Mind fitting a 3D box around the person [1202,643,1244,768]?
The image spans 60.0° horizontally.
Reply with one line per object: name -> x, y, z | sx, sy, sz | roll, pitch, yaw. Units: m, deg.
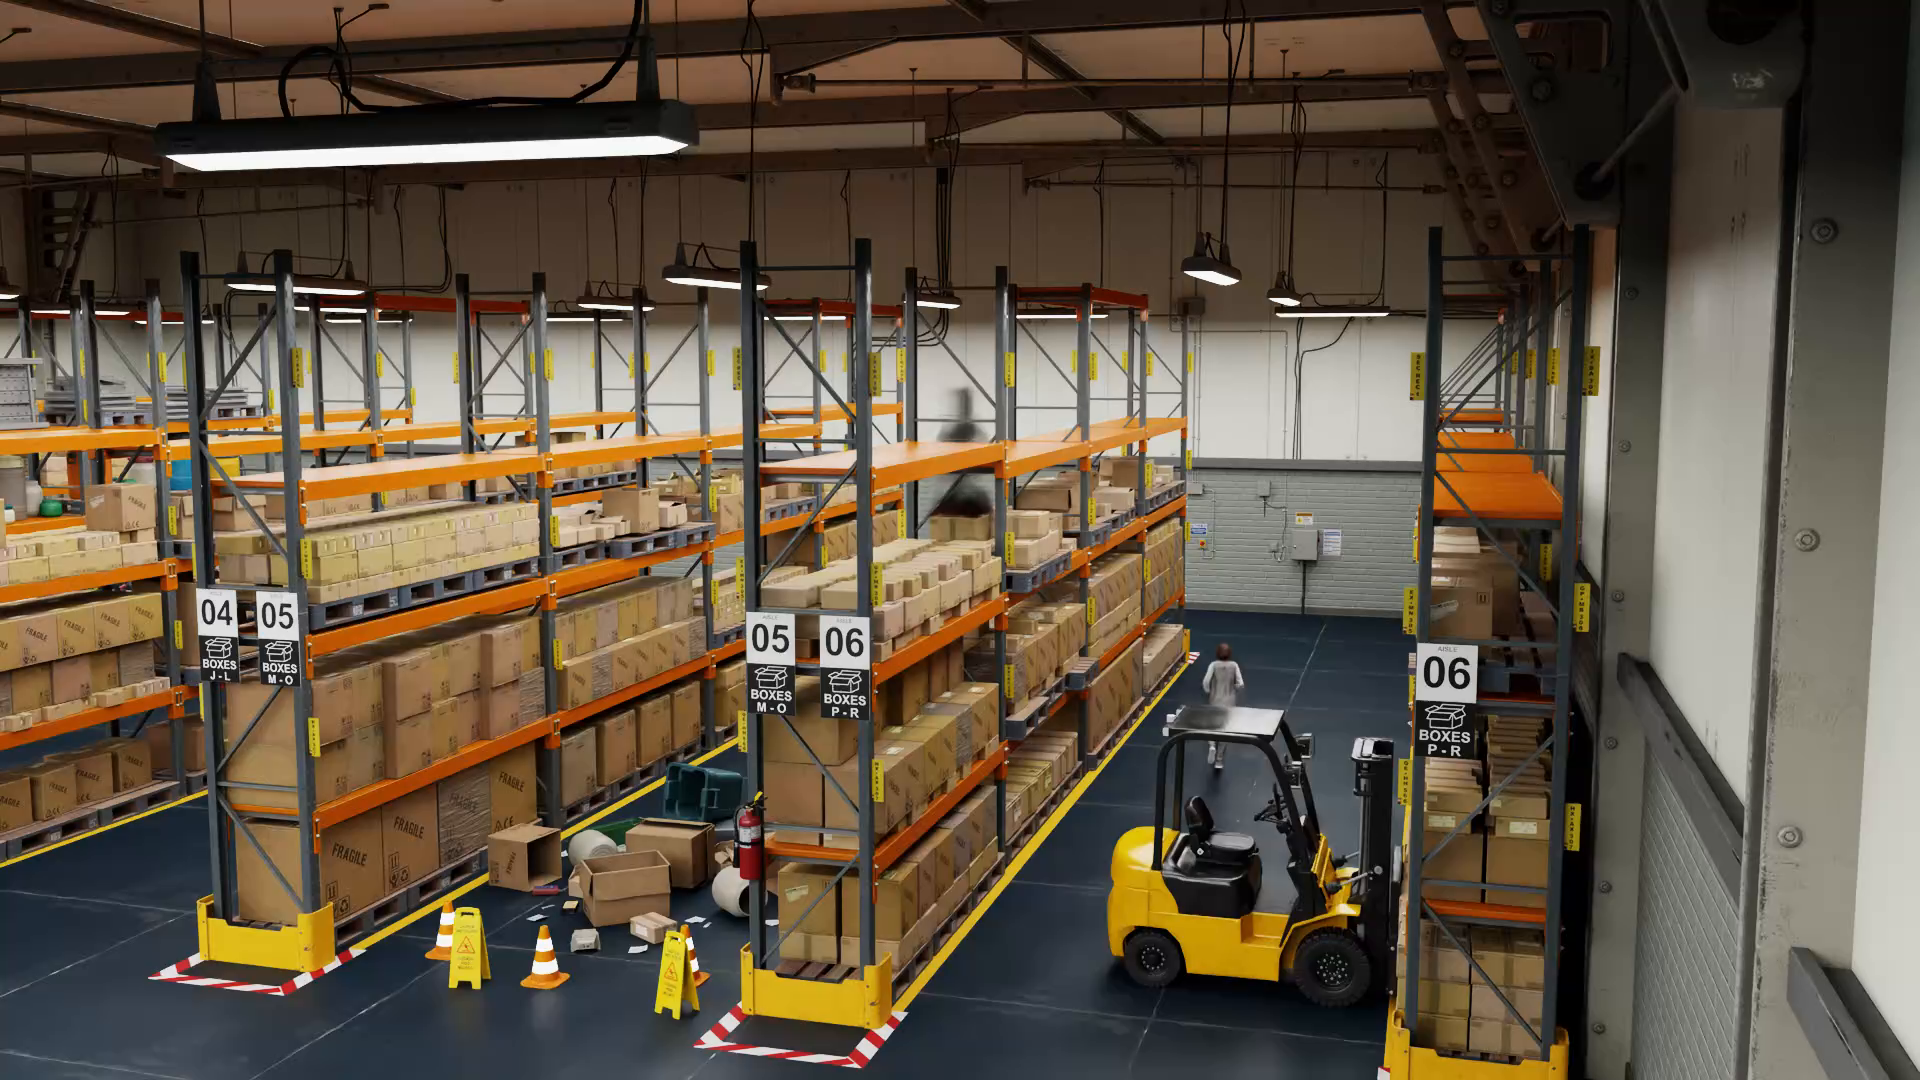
person -> 3.291, 2.059, 20.838 | 0.519, 1.565, 0.550 | 1, 6, 8
